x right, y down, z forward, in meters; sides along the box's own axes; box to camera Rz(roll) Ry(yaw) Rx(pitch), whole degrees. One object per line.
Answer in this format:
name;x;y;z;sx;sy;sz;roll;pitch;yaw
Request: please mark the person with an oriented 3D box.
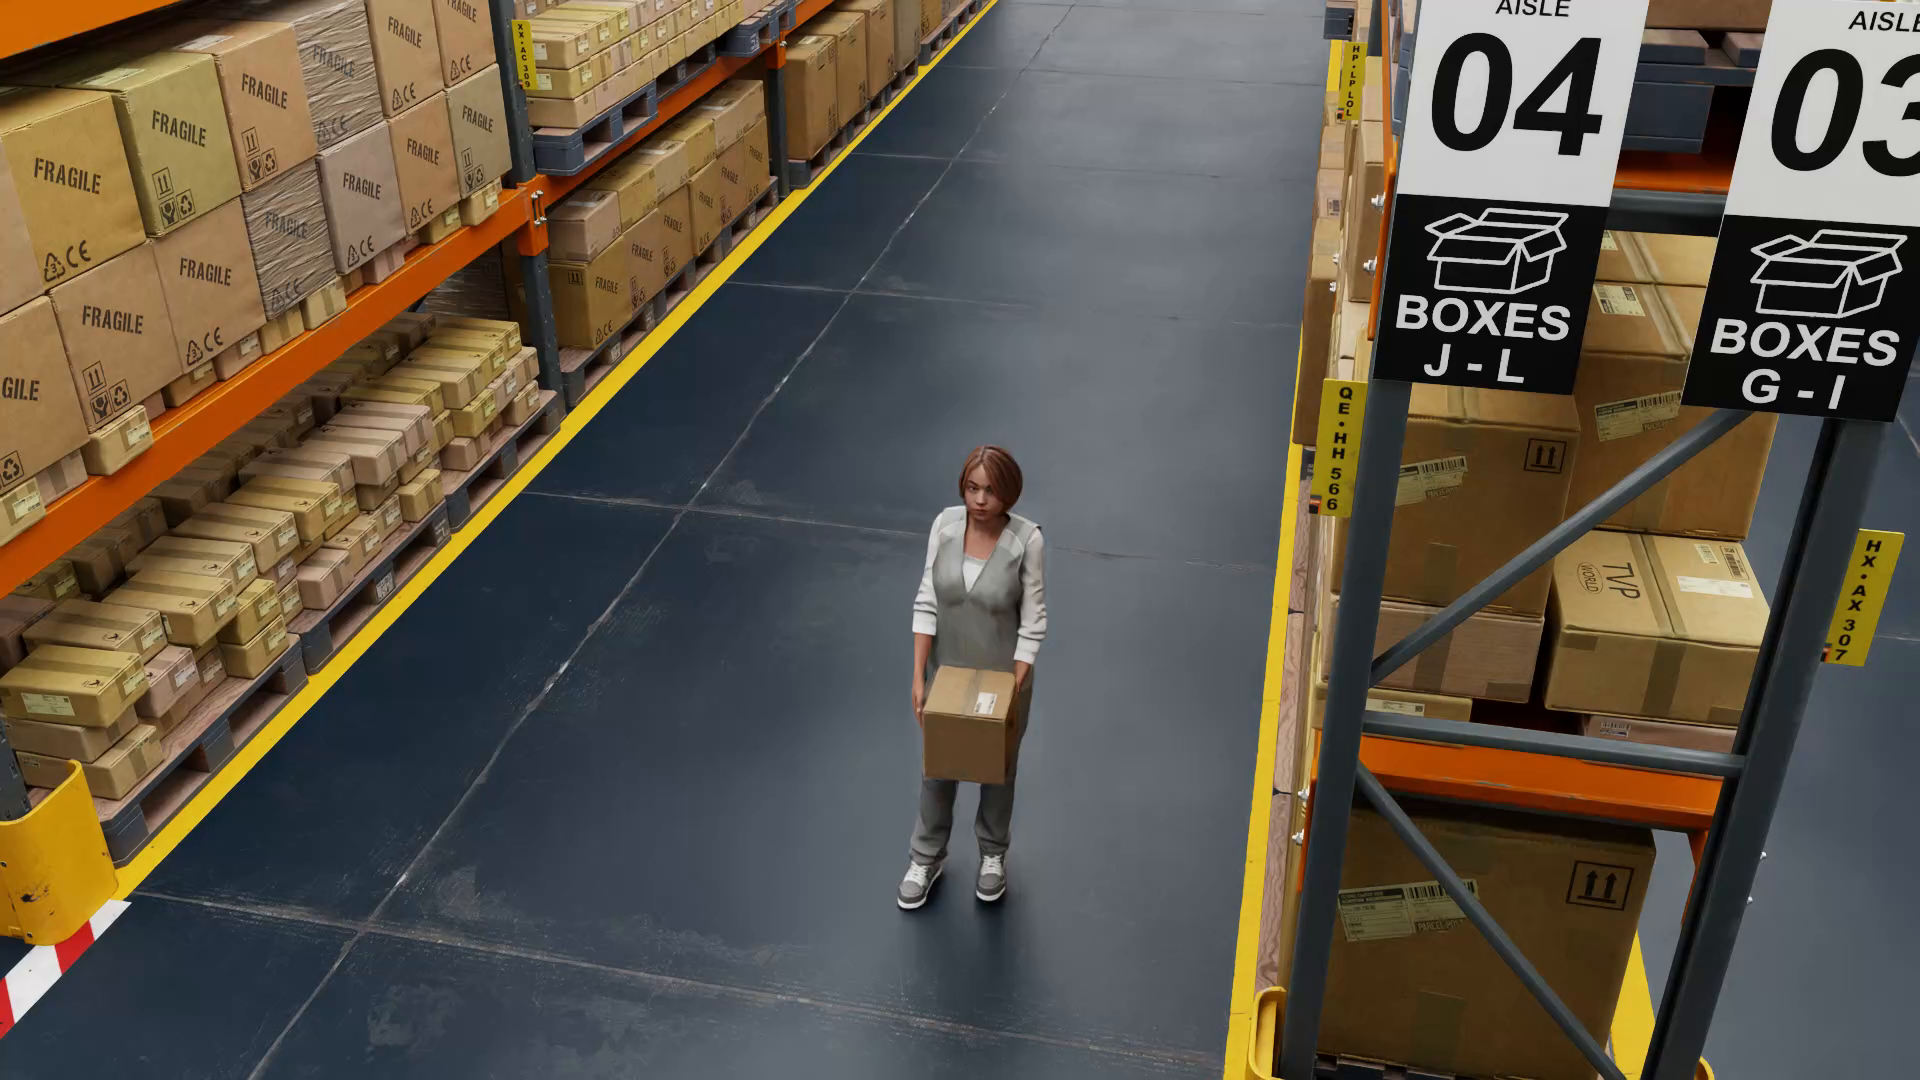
person;0.045;0.468;5.286;0.451;1.601;0.431;8;30;13
